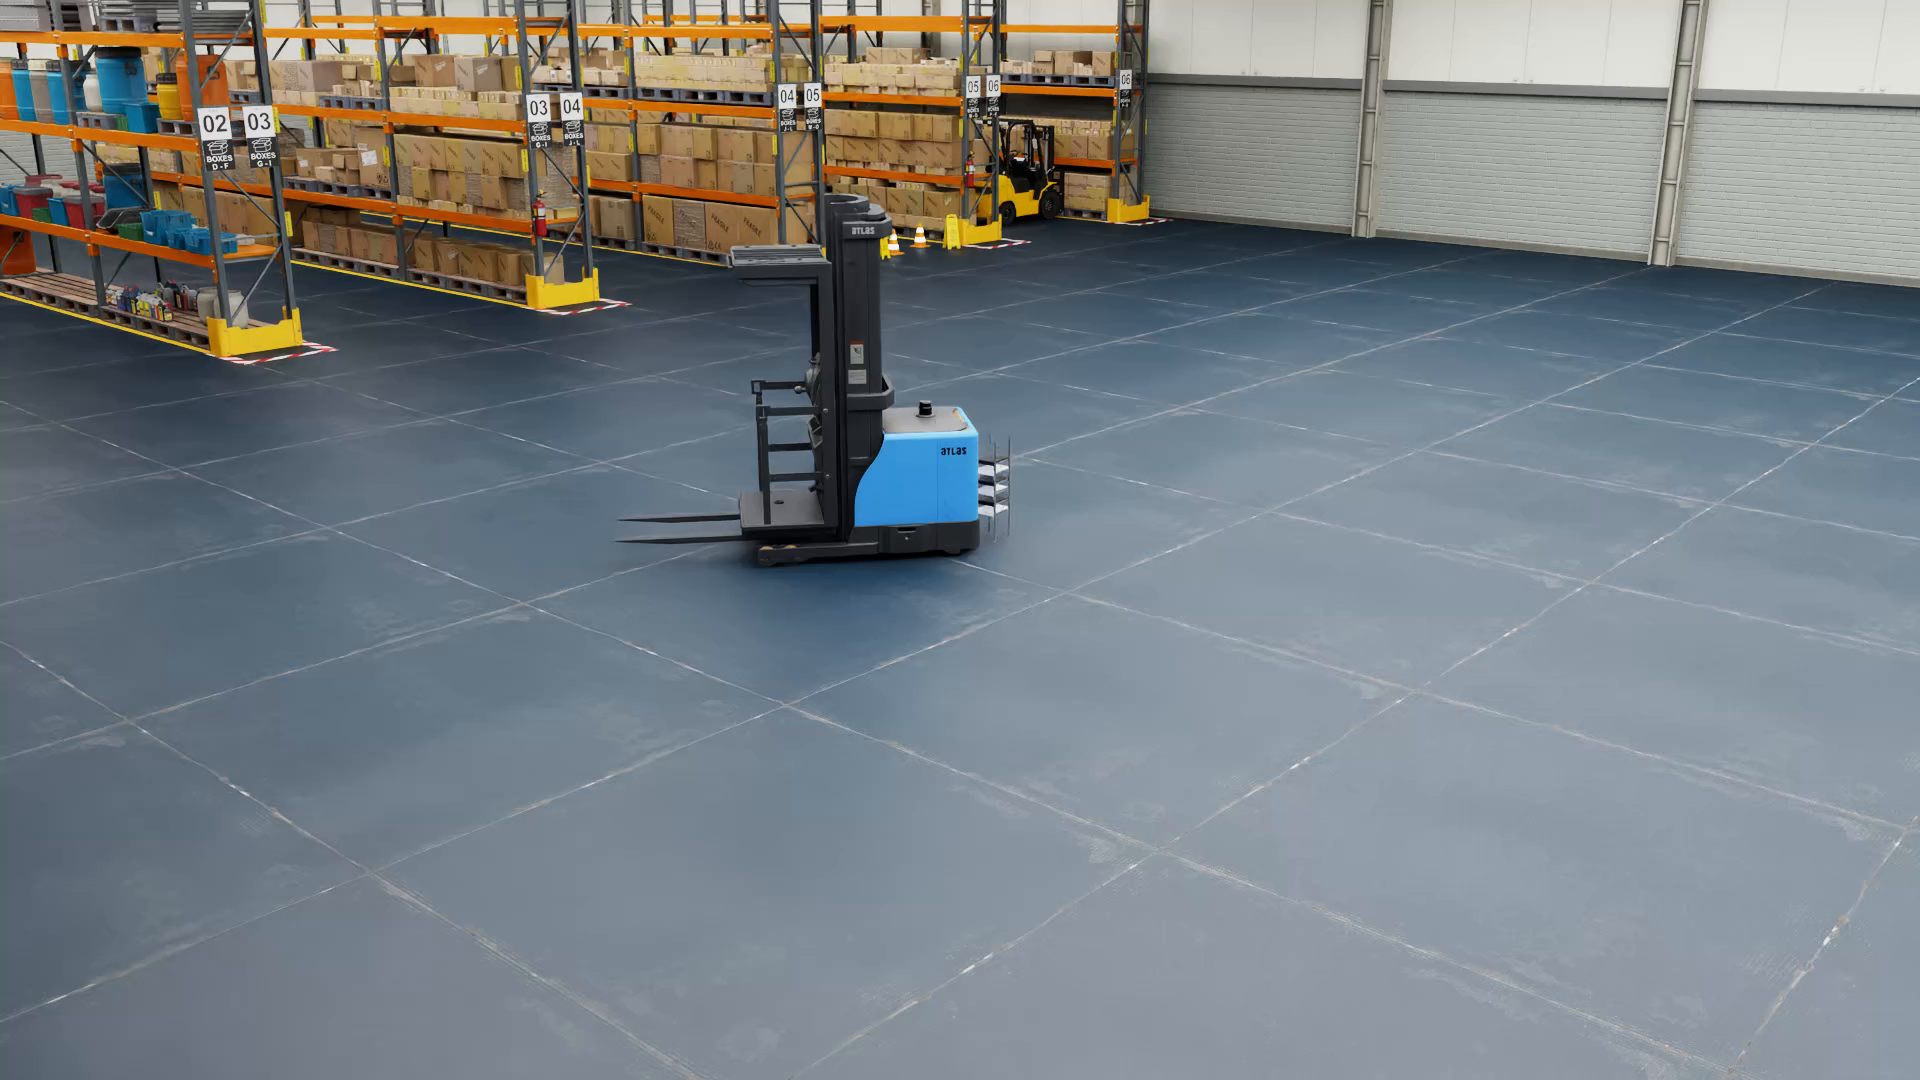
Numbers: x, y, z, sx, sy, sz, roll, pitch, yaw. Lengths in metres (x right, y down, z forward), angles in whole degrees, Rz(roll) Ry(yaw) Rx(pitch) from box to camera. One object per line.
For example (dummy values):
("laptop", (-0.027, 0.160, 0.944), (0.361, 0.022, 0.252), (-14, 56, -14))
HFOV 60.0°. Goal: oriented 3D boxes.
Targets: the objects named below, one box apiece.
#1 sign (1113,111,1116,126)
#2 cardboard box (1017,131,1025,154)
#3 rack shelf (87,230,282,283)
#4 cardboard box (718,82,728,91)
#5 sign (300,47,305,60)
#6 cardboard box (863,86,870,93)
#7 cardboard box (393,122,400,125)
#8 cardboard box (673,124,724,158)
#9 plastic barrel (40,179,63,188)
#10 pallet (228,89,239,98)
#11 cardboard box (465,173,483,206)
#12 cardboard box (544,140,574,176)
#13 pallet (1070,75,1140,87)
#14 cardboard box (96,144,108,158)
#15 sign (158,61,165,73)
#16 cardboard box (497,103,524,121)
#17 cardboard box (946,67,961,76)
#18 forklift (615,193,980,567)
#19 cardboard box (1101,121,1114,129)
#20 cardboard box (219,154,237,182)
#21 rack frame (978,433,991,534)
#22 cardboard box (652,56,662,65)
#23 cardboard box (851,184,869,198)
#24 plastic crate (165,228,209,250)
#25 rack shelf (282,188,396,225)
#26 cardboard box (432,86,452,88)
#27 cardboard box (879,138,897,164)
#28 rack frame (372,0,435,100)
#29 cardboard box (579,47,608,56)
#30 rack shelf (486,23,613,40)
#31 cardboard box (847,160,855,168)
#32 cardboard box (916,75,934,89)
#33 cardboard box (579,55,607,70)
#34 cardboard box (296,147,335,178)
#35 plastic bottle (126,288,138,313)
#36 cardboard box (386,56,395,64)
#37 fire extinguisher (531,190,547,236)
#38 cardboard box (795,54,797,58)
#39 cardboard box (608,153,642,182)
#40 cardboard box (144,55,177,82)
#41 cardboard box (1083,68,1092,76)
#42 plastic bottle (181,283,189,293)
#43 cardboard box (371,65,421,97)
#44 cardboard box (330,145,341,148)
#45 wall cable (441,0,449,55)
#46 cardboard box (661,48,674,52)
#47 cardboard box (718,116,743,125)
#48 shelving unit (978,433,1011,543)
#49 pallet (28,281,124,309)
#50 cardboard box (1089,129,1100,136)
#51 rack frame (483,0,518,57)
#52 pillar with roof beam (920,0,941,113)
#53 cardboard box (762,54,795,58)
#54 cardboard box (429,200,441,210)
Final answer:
("sign", (3.324, -9.052, 35.696), (0.005, 0.325, 0.100), (15, 23, 39))
("cardboard box", (1.641, -9.007, 37.697), (0.500, 0.500, 0.500), (15, 23, 39))
("rack shelf", (-10.959, -4.079, 23.523), (4.000, 0.370, 1.077), (15, 23, 39))
("cardboard box", (-4.043, -7.995, 29.270), (0.250, 0.149, 0.380), (15, 23, 38))
("sign", (-15.135, -11.179, 38.301), (0.005, 0.325, 0.100), (15, 23, 39))
("cardboard box", (-1.748, -9.173, 33.840), (0.250, 0.149, 0.380), (14, 22, 38))
("cardboard box", (-12.314, -9.351, 36.637), (0.500, 0.500, 0.500), (14, 22, 37))
("cardboard box", (-4.745, -7.327, 30.534), (0.550, 0.550, 0.875), (15, 23, 39))
("plastic barrel", (-14.535, -5.522, 26.694), (0.421, 0.512, 0.421), (0, 18, 0))
("pallet", (-13.514, -8.428, 31.391), (1.213, 0.211, 1.003), (16, 24, 42))
("cardboard box", (-7.367, -5.630, 26.565), (0.500, 0.500, 0.875), (15, 23, 39))
("cardboard box", (-6.406, -5.979, 26.010), (0.500, 0.500, 0.500), (15, 23, 39))
("pallet", (3.183, -10.042, 36.311), (1.213, 0.211, 1.003), (15, 23, 39))
("cardboard box", (-17.963, -8.266, 35.284), (0.500, 0.250, 0.500), (14, 23, 38))
("sign", (-15.518, -9.138, 32.331), (0.005, 0.325, 0.100), (15, 23, 39))
("cardboard box", (-6.705, -6.538, 25.372), (0.500, 0.250, 0.500), (16, 23, 40))
("cardboard box", (-0.046, -9.074, 32.211), (0.250, 0.149, 0.380), (15, 23, 40))
("forklift", (-1.396, -1.347, 13.840), (3.031, 2.935, 1.130), (-3, 18, -8))
("cardboard box", (3.287, -9.030, 36.203), (0.250, 0.149, 0.380), (15, 23, 39))
("cardboard box", (-13.832, -7.145, 31.830), (0.500, 0.500, 0.500), (16, 23, 40))
("rack frame", (0.197, -0.467, 14.424), (0.006, 0.900, 0.240), (12, 21, 34))
("cardboard box", (-5.372, -8.732, 30.274), (0.250, 0.149, 0.380), (15, 23, 39))
("cardboard box", (-1.919, -7.149, 34.618), (0.500, 0.500, 0.500), (16, 24, 41))
("plastic crate", (-10.518, -4.114, 22.689), (0.408, 0.251, 0.499), (15, 23, 39))
("rack shelf", (-10.663, -6.003, 29.584), (4.000, 0.370, 1.077), (15, 23, 39))
("cardboard box", (-8.593, -7.418, 27.485), (0.250, 0.149, 0.380), (15, 23, 40))
("cardboard box", (-1.296, -7.928, 33.804), (0.500, 0.500, 0.500), (15, 23, 40))
("rack frame", (-9.167, -8.803, 27.303), (0.127, 3.000, 1.000), (15, 23, 39))
("cardboard box", (-8.873, -11.683, 40.311), (0.500, 0.500, 0.500), (16, 23, 40))
("rack shelf", (-10.069, -12.520, 40.864), (4.000, 0.370, 1.077), (15, 23, 39))
("cardboard box", (-2.124, -7.845, 34.616), (0.250, 0.149, 0.380), (15, 23, 39))
("cardboard box", (-0.526, -9.029, 32.729), (0.500, 0.250, 0.500), (15, 23, 39))
("cardboard box", (-7.305, -9.289, 32.765), (0.500, 0.500, 0.500), (15, 23, 39))
("cardboard box", (-11.729, -6.896, 30.349), (0.500, 0.500, 0.500), (12, 21, 33))
("plastic bottle", (-11.985, -3.477, 24.087), (0.185, 0.351, 0.144), (14, 22, 37))
("cardboard box", (-12.403, -10.491, 36.340), (0.250, 0.149, 0.380), (16, 23, 41))
("fire extinguisher", (-6.396, -4.977, 25.290), (0.183, 0.674, 0.296), (15, 23, 39))
("cardboard box", (-4.158, -12.161, 41.904), (0.250, 0.149, 0.380), (15, 23, 40))
("cardboard box", (-6.367, -7.138, 31.807), (0.500, 0.500, 0.500), (15, 23, 39))
("cardboard box", (-15.776, -9.419, 33.176), (0.500, 0.500, 0.700), (13, 22, 36))
("cardboard box", (2.873, -10.162, 36.099), (0.250, 0.149, 0.380), (14, 22, 38))
("plastic bottle", (-11.397, -3.603, 24.486), (0.185, 0.351, 0.144), (15, 23, 39))
("cardboard box", (-9.453, -7.740, 28.045), (0.637, 0.503, 0.797), (14, 22, 37))
("cardboard box", (-14.366, -9.088, 38.534), (0.250, 0.149, 0.380), (14, 22, 38))
("wall cable", (-13.628, -15.344, 47.848), (0.133, 3.039, 2.988), (15, 23, 39))
("cardboard box", (-7.740, -13.205, 45.061), (0.500, 0.250, 0.500), (15, 23, 39))
("cardboard box", (-5.004, -9.133, 36.908), (0.500, 0.500, 0.500), (17, 24, 42))
("shelving unit", (0.280, -0.449, 14.368), (0.210, 0.900, 0.258), (12, 21, 34))
("pallet", (-13.985, -3.888, 26.342), (1.213, 0.211, 1.003), (15, 23, 39))
("cardboard box", (3.038, -8.914, 36.332), (0.250, 0.149, 0.380), (16, 23, 40))
("rack frame", (-11.565, -13.455, 41.960), (0.127, 3.000, 1.000), (15, 23, 39))
("pillar with roof beam", (-3.573, -11.941, 37.188), (0.400, 9.000, 9.100), (15, 23, 39))
("cardboard box", (-3.885, -10.270, 35.611), (0.500, 0.250, 0.500), (16, 23, 40))
("cardboard box", (-8.469, -5.508, 27.253), (0.250, 0.149, 0.380), (15, 23, 39))
